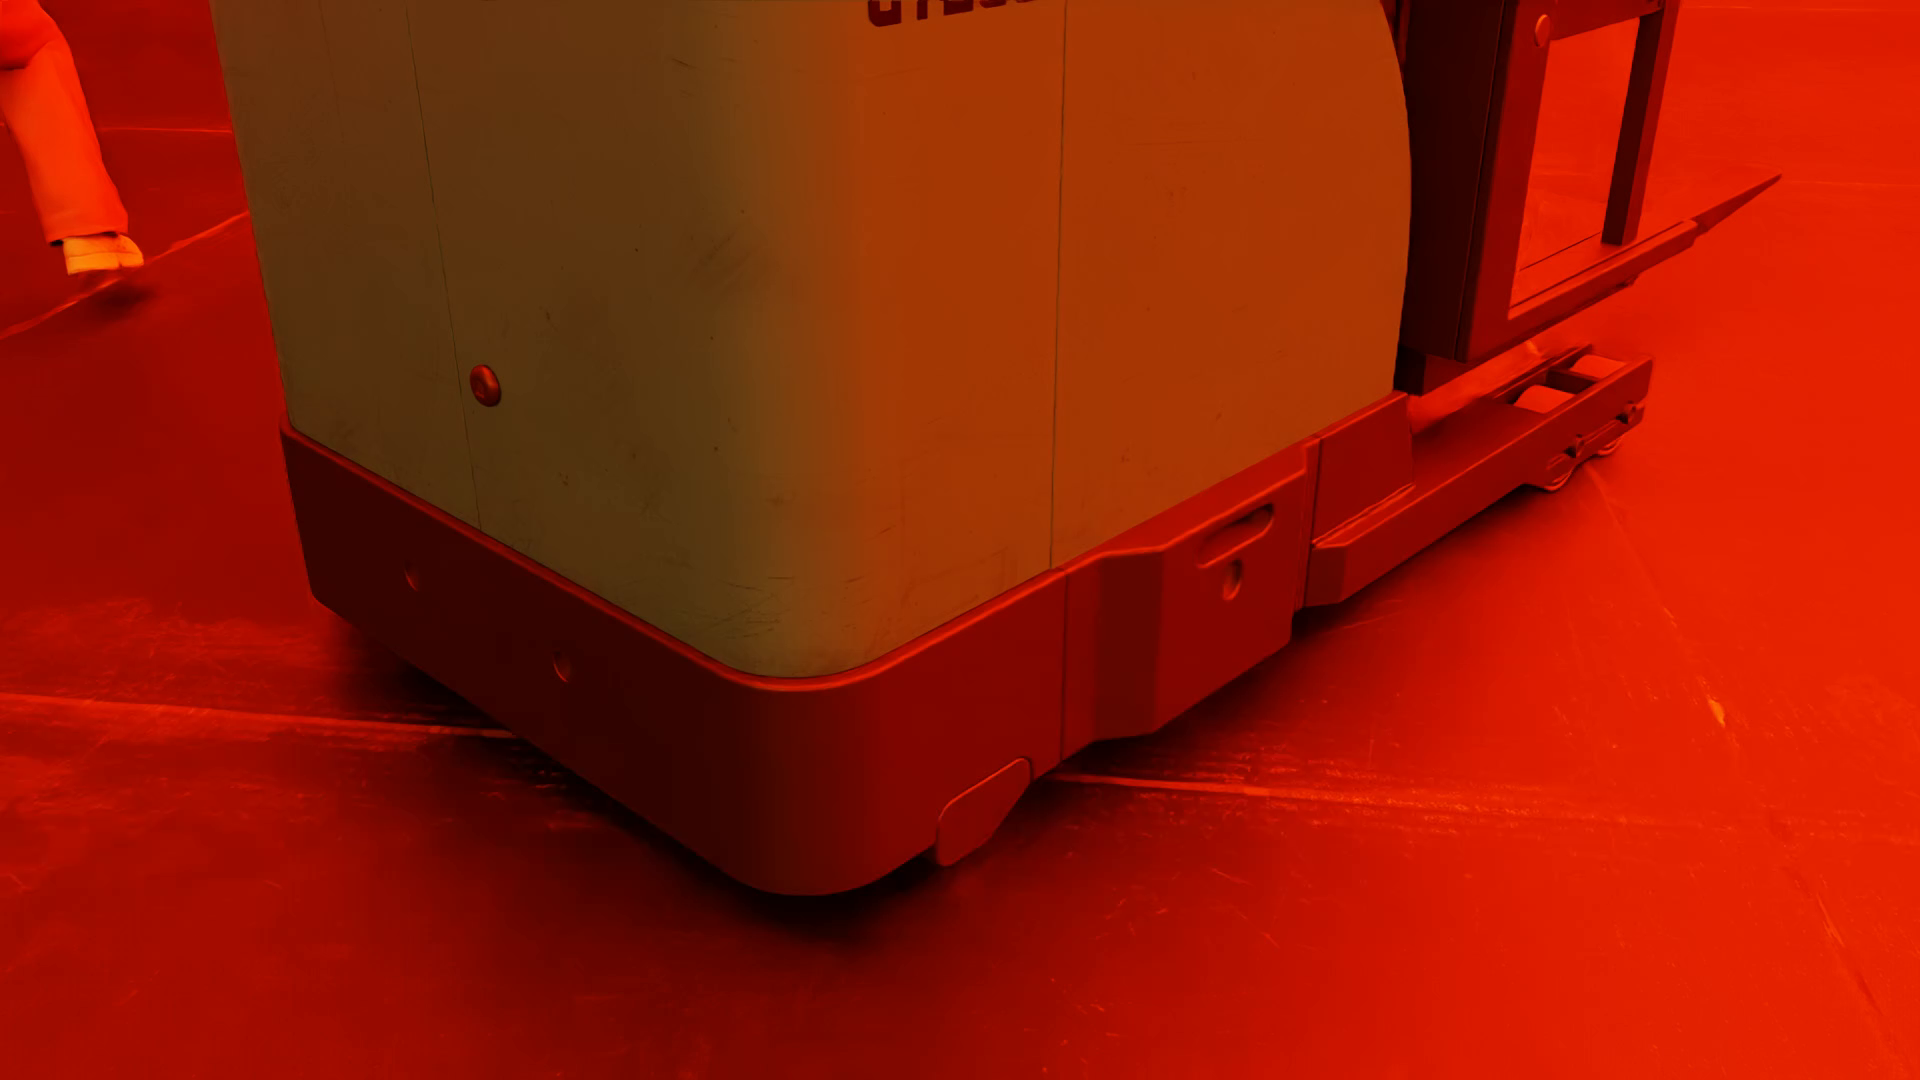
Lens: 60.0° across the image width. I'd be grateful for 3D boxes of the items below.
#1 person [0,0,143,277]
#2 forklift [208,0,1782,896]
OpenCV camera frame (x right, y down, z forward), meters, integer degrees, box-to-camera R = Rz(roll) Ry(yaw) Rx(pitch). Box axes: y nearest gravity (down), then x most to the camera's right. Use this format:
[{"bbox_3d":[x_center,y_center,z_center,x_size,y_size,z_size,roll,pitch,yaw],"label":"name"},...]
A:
[{"bbox_3d":[-2.092,-1.081,3.142,0.771,1.434,0.749,-6,27,-12],"label":"person"},{"bbox_3d":[0.507,-1.529,2.282,1.130,2.935,3.031,23,34,38],"label":"forklift"}]
